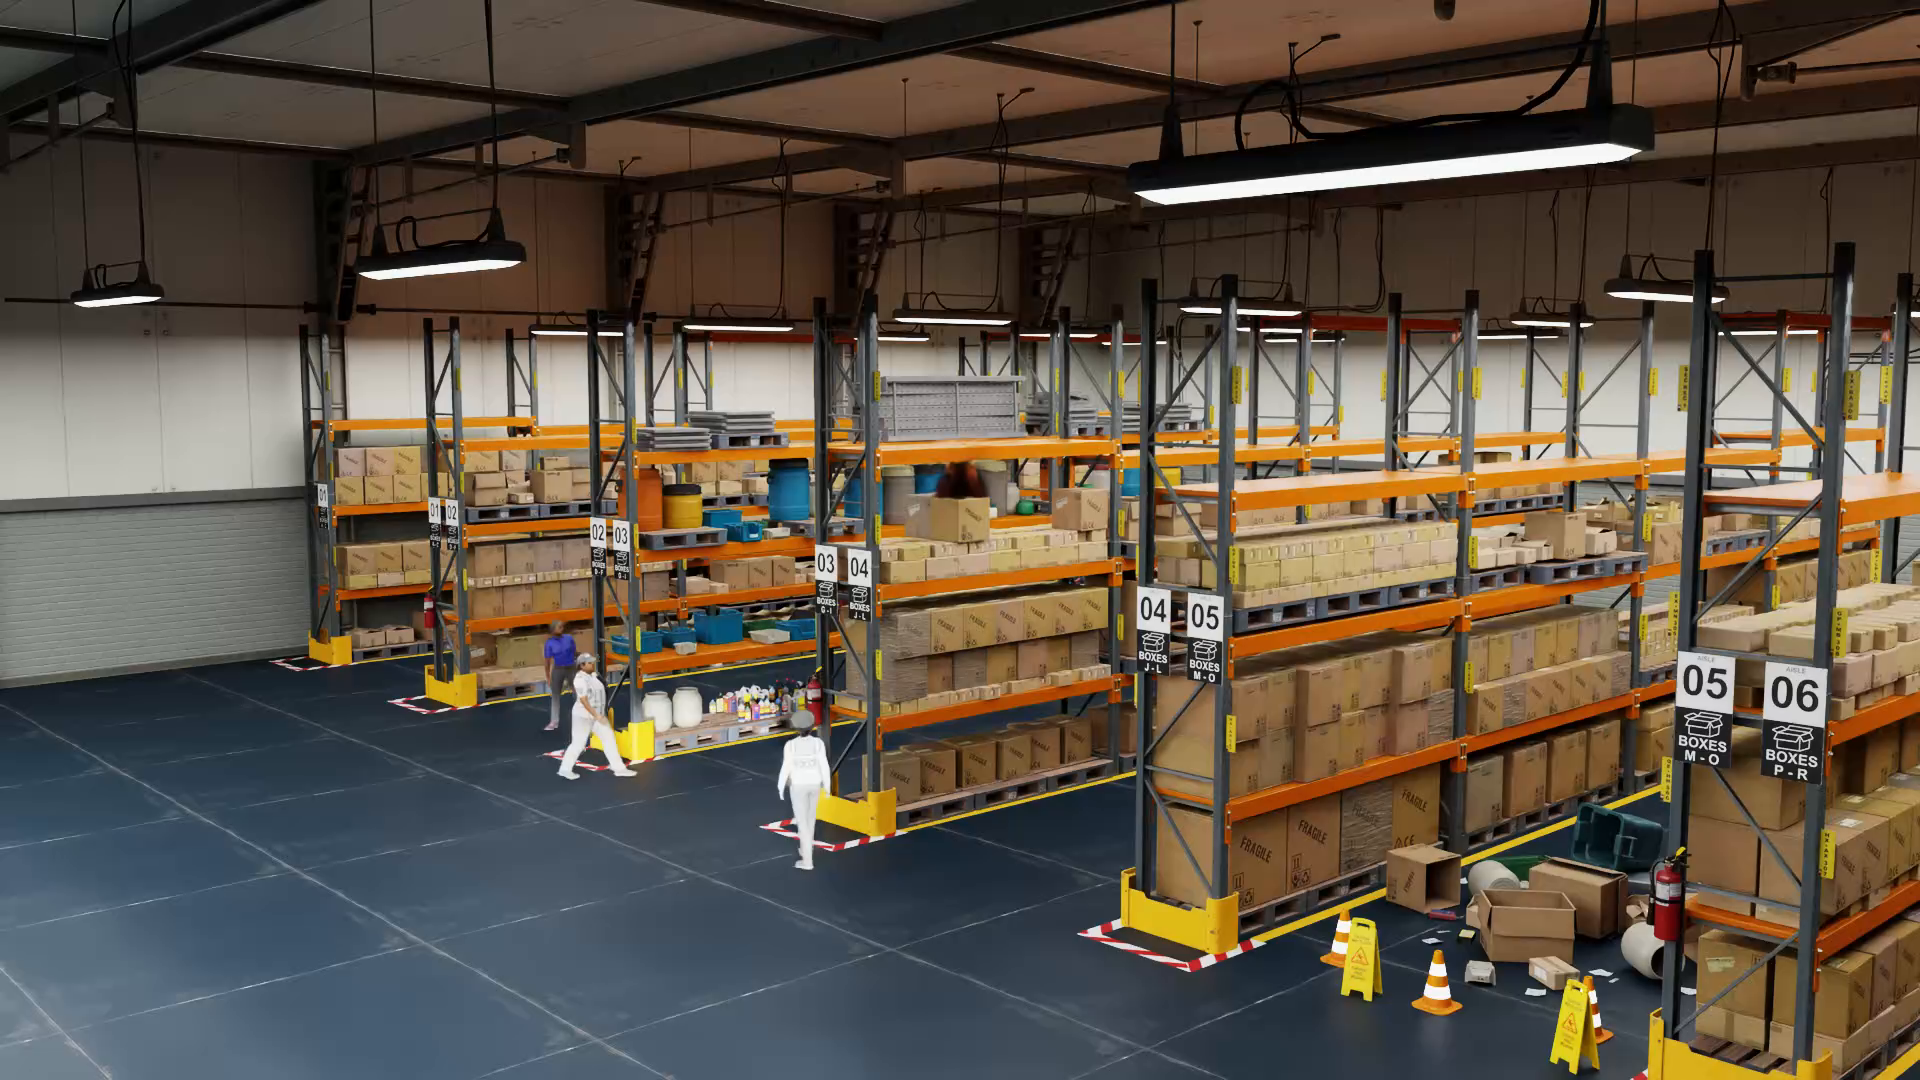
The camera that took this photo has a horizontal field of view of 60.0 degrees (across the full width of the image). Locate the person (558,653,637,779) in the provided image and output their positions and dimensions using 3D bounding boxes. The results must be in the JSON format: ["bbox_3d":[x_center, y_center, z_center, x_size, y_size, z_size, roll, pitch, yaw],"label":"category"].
[{"bbox_3d":[-4.616,2.227,21.052,0.994,1.608,0.521,2,6,17],"label":"person"}]

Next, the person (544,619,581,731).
[{"bbox_3d":[-5.680,1.958,23.923,0.613,1.677,0.553,-2,6,-16],"label":"person"}]

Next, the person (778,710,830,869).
[{"bbox_3d":[-1.665,2.578,17.439,0.528,1.684,0.678,-4,7,-37],"label":"person"}]
